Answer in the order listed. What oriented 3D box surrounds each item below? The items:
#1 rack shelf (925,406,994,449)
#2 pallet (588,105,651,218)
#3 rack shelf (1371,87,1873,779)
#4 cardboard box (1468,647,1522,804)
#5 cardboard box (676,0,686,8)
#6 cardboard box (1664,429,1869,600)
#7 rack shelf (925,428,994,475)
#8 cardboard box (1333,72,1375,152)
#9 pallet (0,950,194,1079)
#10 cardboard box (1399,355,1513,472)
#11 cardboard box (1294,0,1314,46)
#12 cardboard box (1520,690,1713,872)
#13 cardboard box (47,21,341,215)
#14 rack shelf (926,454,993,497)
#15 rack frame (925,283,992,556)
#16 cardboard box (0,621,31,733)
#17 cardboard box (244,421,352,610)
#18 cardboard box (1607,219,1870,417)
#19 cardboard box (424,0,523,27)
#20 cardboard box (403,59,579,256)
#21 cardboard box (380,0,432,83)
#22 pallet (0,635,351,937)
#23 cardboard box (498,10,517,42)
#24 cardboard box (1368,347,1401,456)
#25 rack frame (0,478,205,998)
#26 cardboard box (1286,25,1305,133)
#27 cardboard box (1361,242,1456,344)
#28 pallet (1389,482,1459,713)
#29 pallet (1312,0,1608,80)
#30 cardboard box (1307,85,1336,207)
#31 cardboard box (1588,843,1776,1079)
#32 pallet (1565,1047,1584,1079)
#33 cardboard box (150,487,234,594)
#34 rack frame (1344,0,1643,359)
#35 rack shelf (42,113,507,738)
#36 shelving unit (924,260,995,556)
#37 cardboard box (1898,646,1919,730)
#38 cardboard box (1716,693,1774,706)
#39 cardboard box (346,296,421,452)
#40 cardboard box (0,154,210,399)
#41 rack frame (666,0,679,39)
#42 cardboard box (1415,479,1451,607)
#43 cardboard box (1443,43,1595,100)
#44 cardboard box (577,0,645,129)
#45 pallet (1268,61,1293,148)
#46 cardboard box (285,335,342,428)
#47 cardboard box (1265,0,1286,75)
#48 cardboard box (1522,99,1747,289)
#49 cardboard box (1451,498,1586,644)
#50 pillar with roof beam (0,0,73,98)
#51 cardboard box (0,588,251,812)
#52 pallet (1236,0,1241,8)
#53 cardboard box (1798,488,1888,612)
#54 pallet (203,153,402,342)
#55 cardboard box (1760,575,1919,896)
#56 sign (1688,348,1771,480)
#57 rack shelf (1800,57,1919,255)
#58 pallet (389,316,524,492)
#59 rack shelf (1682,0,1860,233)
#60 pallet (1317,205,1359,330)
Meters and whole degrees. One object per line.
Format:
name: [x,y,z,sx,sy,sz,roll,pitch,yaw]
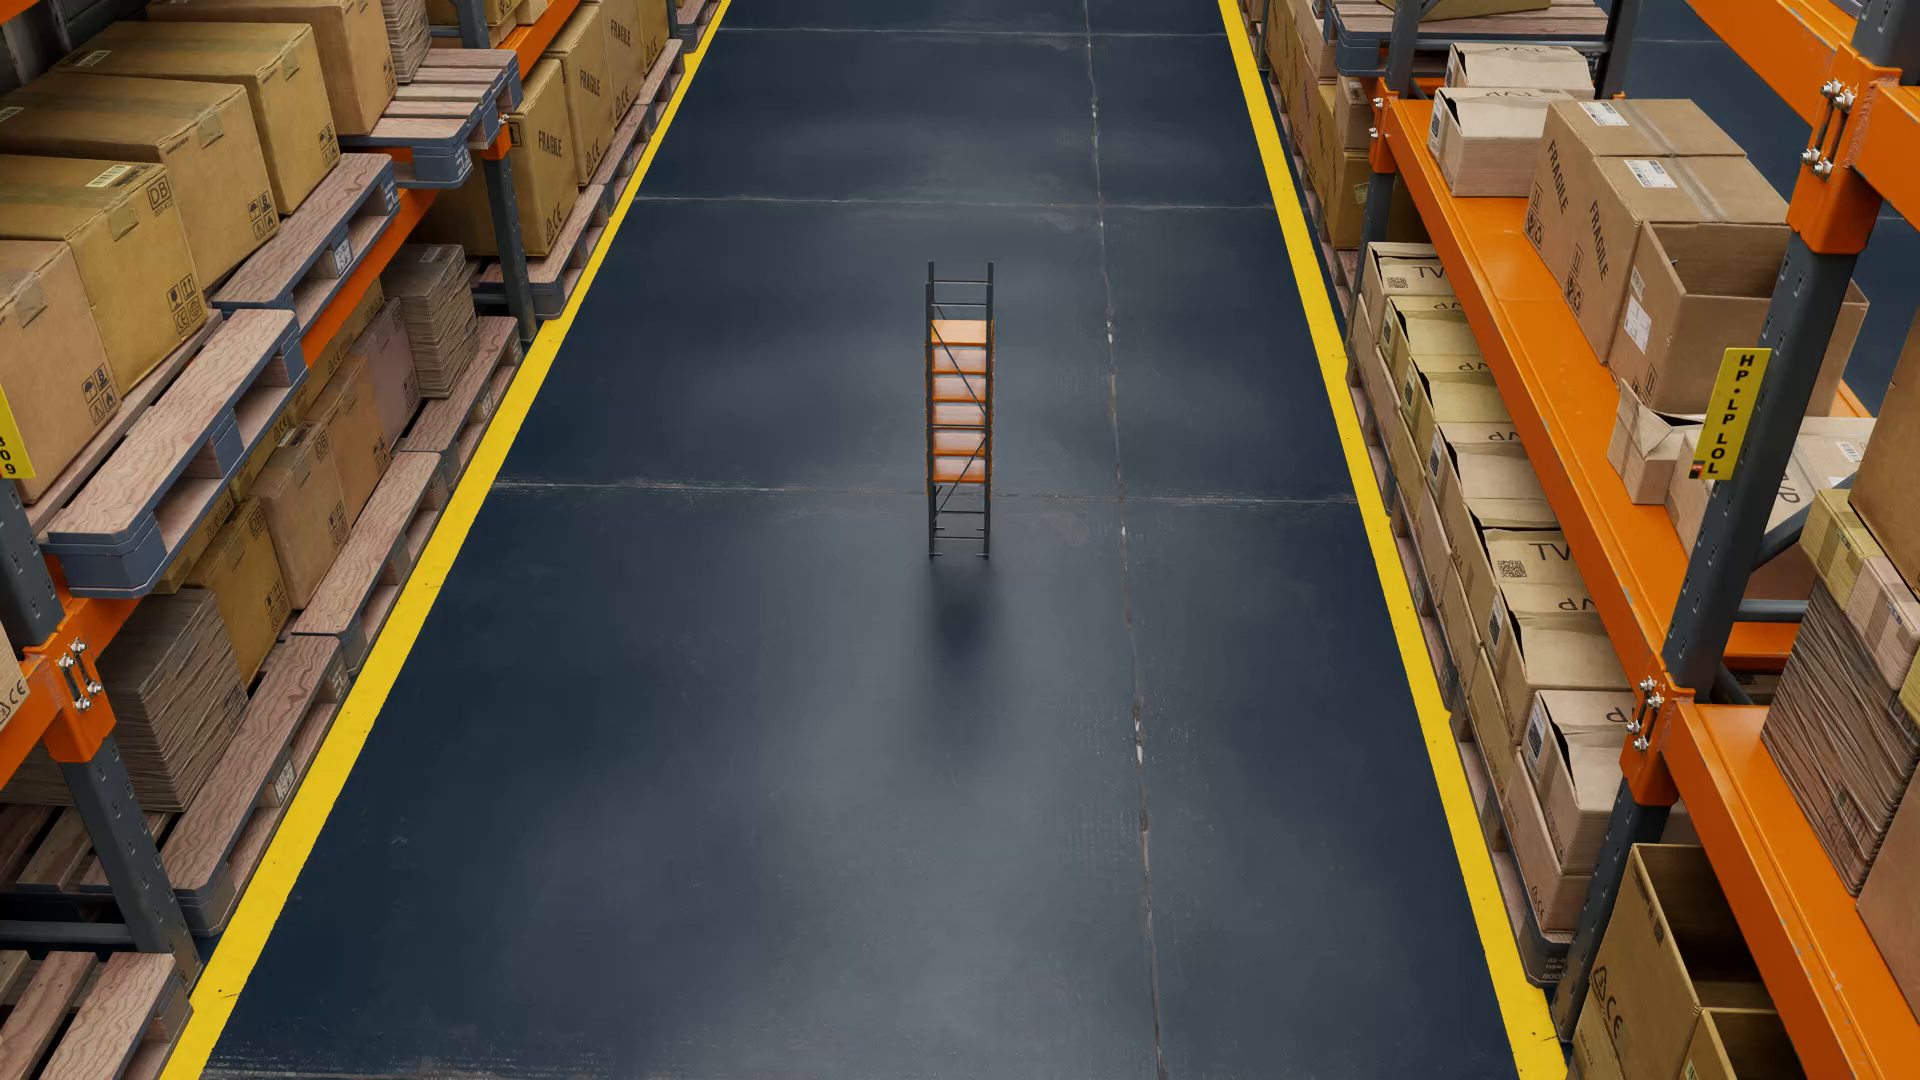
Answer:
rack shelf: [-0.001,-0.446,6.419,0.258,0.103,0.180,1,35,2]
pallet: [-2.428,-2.240,9.753,1.003,0.211,1.213,1,35,2]
rack shelf: [2.283,-0.675,5.727,1.077,0.370,4.000,1,35,2]
cardboard box: [1.952,0.598,5.317,0.500,0.250,0.500,1,35,1]
cardboard box: [-2.293,-4.105,11.791,0.700,0.500,0.500,2,35,2]
cardboard box: [2.179,-0.042,4.332,0.500,0.250,0.500,3,35,5]
rack shelf: [-0.001,-0.348,6.488,0.258,0.103,0.180,1,35,2]
cardboard box: [2.164,-2.157,8.350,0.500,0.250,0.500,3,35,4]
pallet: [-2.739,1.595,4.296,1.003,0.211,1.213,1,35,2]
cardboard box: [2.014,-0.505,6.399,0.500,0.311,0.500,0,35,1]
cardboard box: [2.221,-3.034,9.597,0.500,0.250,0.500,1,35,2]
cardboard box: [1.933,0.664,4.734,0.500,0.311,0.500,1,35,2]
cardboard box: [-2.623,-1.465,5.756,0.700,0.500,0.500,1,35,2]
rack shelf: [-0.001,-0.250,6.557,0.258,0.103,0.180,1,35,2]
rack frame: [-0.004,-0.430,6.318,0.240,1.200,0.006,1,35,2]
cardboard box: [-2.463,0.400,3.685,0.500,0.250,0.500,1,35,2]
cardboard box: [-2.703,-0.103,6.079,0.700,0.500,0.500,2,35,2]
cardboard box: [2.271,-0.604,4.914,0.500,0.500,0.500,4,35,5]
cardboard box: [-2.311,-2.674,7.584,0.500,0.500,0.500,2,35,3]
cardboard box: [-2.426,-1.942,8.409,0.750,0.750,0.750,1,35,1]
cardboard box: [-2.595,-2.181,6.775,0.700,0.500,0.500,-3,35,-4]
pallet: [-2.717,0.761,5.483,1.003,0.211,1.213,1,35,2]
cardboard box: [-2.323,-2.464,7.849,0.380,0.149,0.250,2,35,3]
cardboard box: [2.030,-0.582,6.996,0.500,0.250,0.500,0,35,1]
rack frame: [-2.747,0.068,4.045,1.000,3.000,0.127,1,35,2]
cardboard box: [2.223,-2.708,9.785,0.500,0.500,0.500,2,35,2]
cardboard box: [2.049,-1.100,7.245,0.500,0.311,0.500,2,35,3]
pallet: [2.240,0.194,6.290,1.003,0.211,1.213,1,35,2]
pallet: [2.321,-2.431,7.767,1.213,0.211,1.003,1,35,2]
cardboard box: [2.188,-2.115,8.943,0.500,0.500,0.500,0,35,0]
cardboard box: [1.871,1.086,3.971,0.500,0.500,0.500,1,35,2]
pallet: [2.129,1.777,4.038,1.003,0.211,1.213,1,35,2]
cardboard box: [-2.720,-0.073,5.384,0.500,0.250,0.500,1,35,1]
rack frame: [2.363,-2.118,7.155,1.000,3.000,0.127,1,35,2]
rack shelf: [-2.667,-0.787,5.887,1.077,0.370,4.000,1,35,2]
shelving unit: [-0.001,-0.483,6.393,0.258,1.200,0.189,1,35,2]
cardboard box: [1.980,0.316,3.040,0.380,0.149,0.250,0,35,1]
cardboard box: [2.468,0.672,4.723,0.500,0.311,0.500,1,35,2]
cardboard box: [-2.700,-0.680,6.900,0.700,0.500,0.500,1,35,2]
cardboard box: [-2.663,-0.766,4.761,0.700,0.500,0.500,5,35,7]
rack frame: [-2.426,-4.528,10.585,1.000,3.000,0.127,1,35,2]
cardboard box: [1.994,0.011,6.151,0.500,0.250,0.500,2,35,3]
cardboard box: [2.305,-1.874,6.885,0.500,0.311,0.500,3,35,5]
cardboard box: [-2.355,-2.934,9.820,0.750,0.750,0.750,2,35,3]
pallet: [2.529,-2.807,10.561,1.003,0.211,1.213,1,35,2]
cardboard box: [-2.664,-0.658,6.217,0.500,0.250,0.500,1,35,2]
cardboard box: [2.261,-3.301,10.630,0.500,0.500,0.500,0,35,0]
cardboard box: [2.312,-1.195,5.754,0.500,0.500,0.500,0,35,-1]
cardboard box: [1.970,0.079,5.568,0.500,0.311,0.500,1,35,2]
pillar with roof beam: [0.799,-3.858,4.414,9.100,9.000,0.400,1,35,2]
cardboard box: [-2.734,0.487,5.239,0.700,0.500,0.500,2,35,3]
pallet: [2.599,-4.373,12.788,1.003,0.211,1.213,1,35,2]
cardboard box: [1.998,0.024,3.457,0.380,0.149,0.250,1,35,2]
pallet: [-2.625,-1.014,5.750,1.003,0.211,1.213,1,35,2]
cardboard box: [2.191,0.394,3.493,0.700,0.500,0.500,0,35,1]
sign: [1.660,-0.268,3.585,0.100,0.325,0.005,1,35,2]
rack shelf: [2.122,0.396,1.594,1.077,0.370,4.000,1,35,2]
pallet: [-2.619,-0.641,7.478,1.003,0.211,1.213,1,35,2]
rack shelf: [2.283,-1.902,4.864,1.077,0.370,4.000,1,35,2]
pallet: [2.431,-1.405,8.566,1.003,0.211,1.213,1,35,2]
